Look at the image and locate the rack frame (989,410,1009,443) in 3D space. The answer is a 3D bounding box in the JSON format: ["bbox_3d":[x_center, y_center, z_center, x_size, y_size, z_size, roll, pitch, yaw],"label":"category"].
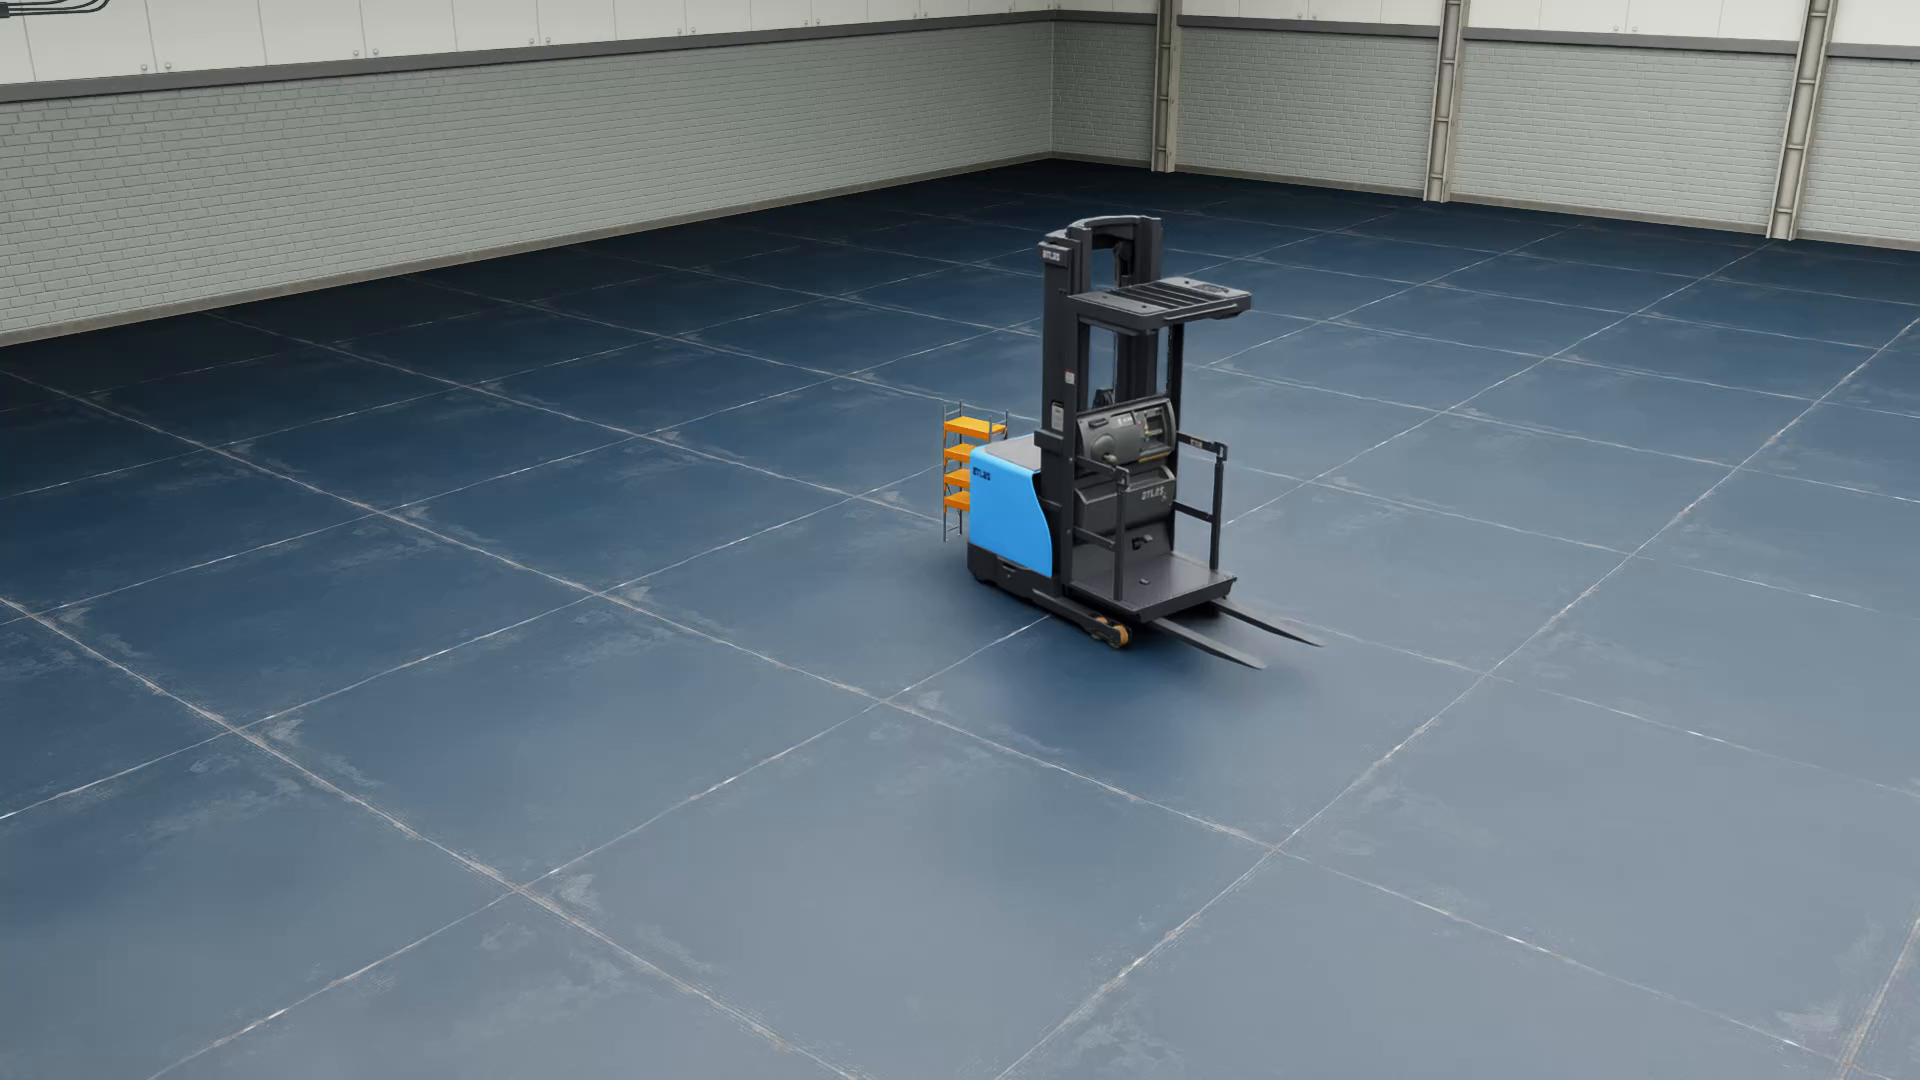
[{"bbox_3d":[0.317,-0.470,13.716,0.015,1.200,0.240,16,26,36],"label":"rack frame"}]

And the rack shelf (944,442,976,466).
[{"bbox_3d":[0.128,-0.671,13.806,0.480,0.148,0.258,16,26,36],"label":"rack shelf"}]

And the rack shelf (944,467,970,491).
[{"bbox_3d":[0.128,-0.462,13.885,0.480,0.148,0.258,16,26,36],"label":"rack shelf"}]

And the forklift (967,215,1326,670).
[{"bbox_3d":[1.364,-0.783,12.092,1.130,2.935,3.031,-15,26,-35],"label":"forklift"}]

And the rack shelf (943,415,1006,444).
[{"bbox_3d":[0.128,-0.892,13.722,0.480,0.148,0.258,16,26,36],"label":"rack shelf"}]

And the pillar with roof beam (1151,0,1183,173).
[{"bbox_3d":[1.484,-10.680,29.739,0.400,9.000,9.100,16,26,36],"label":"pillar with roof beam"}]

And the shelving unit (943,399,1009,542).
[{"bbox_3d":[0.128,-0.524,13.861,0.503,1.200,0.258,16,26,36],"label":"shelving unit"}]

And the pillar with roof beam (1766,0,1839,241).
[{"bbox_3d":[10.781,-8.003,22.640,0.400,9.000,9.100,16,26,36],"label":"pillar with roof beam"}]

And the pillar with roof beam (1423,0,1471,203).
[{"bbox_3d":[6.133,-9.342,26.190,0.400,9.000,9.100,16,26,36],"label":"pillar with roof beam"}]

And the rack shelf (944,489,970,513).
[{"bbox_3d":[0.128,-0.276,13.955,0.480,0.148,0.258,16,26,36],"label":"rack shelf"}]

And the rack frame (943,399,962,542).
[{"bbox_3d":[-0.061,-0.579,14.005,0.015,1.200,0.240,16,26,36],"label":"rack frame"}]

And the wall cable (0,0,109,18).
[{"bbox_3d":[-11.142,-8.448,19.000,0.169,6.003,2.305,16,26,36],"label":"wall cable"}]
